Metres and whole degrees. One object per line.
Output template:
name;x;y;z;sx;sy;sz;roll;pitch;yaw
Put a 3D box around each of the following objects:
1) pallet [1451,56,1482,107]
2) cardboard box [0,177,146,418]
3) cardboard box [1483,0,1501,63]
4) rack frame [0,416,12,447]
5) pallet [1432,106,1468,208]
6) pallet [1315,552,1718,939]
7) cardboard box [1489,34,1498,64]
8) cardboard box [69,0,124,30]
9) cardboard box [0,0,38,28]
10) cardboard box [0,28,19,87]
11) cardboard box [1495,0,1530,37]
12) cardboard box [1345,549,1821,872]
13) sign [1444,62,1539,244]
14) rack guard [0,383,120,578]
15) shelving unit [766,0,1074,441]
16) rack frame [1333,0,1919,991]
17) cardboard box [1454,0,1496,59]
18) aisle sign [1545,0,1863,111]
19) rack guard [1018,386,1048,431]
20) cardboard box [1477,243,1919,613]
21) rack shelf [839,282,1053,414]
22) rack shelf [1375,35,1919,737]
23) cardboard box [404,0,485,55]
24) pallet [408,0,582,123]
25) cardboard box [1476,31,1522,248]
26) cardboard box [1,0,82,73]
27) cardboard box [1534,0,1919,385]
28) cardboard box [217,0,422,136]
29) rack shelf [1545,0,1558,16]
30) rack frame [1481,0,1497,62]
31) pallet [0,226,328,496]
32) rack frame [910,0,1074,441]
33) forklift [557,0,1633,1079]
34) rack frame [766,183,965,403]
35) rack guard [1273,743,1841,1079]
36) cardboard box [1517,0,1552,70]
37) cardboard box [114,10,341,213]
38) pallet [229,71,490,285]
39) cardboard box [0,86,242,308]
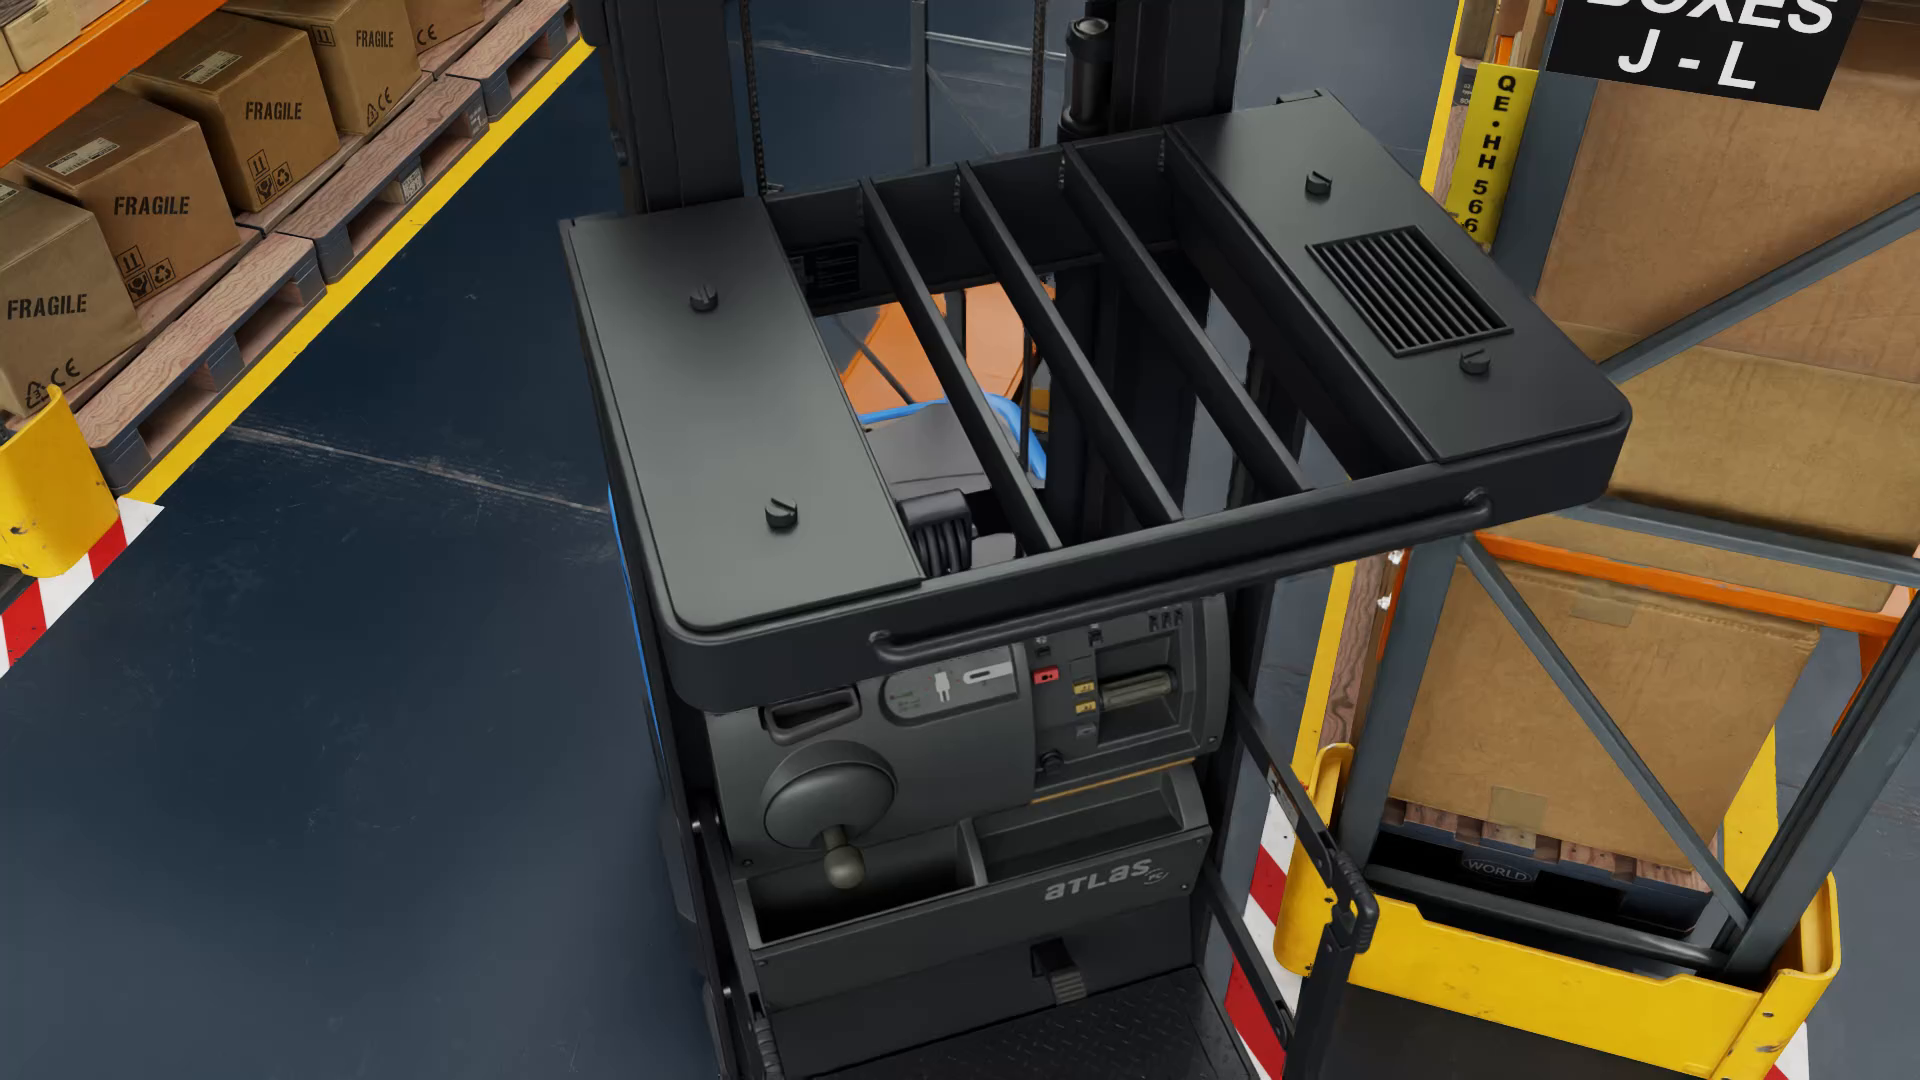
pallet;2.762;-2.212;7.360;1.003;0.211;1.213;13;46;13
cardboard box;-3.102;-0.800;5.410;0.500;0.500;0.500;21;48;20
cardboard box;2.343;-1.665;6.026;0.875;0.875;0.875;13;46;13
rack frame;-3.307;-1.130;4.261;1.000;3.000;0.127;13;46;13
pallet;2.296;-1.192;6.317;1.003;0.211;1.213;13;46;13
pallet;1.557;0.435;4.655;1.003;0.211;1.213;13;46;13
cardboard box;2.074;-1.063;5.411;0.875;0.875;0.875;13;46;13
cardboard box;-2.754;-1.677;4.999;0.380;0.149;0.250;13;46;13
cardboard box;-3.114;-1.633;4.490;0.875;0.500;0.500;13;46;13
cardboard box;-2.900;-1.343;4.657;0.380;0.149;0.250;13;46;13
cardboard box;2.080;-1.777;4.815;0.875;0.550;0.550;13;46;13
cardboard box;1.532;0.131;4.191;0.875;0.875;0.875;13;46;13
sign;0.876;-0.635;2.757;0.100;0.325;0.005;13;46;13
rack guard;-3.284;-0.288;5.187;1.175;0.500;0.348;13;46;13
shelving unit;-0.060;-0.594;4.785;0.587;1.500;1.083;14;46;13
rack frame;1.389;-0.013;3.118;1.000;3.000;0.127;13;46;13
cardboard box;2.703;-2.458;6.925;1.050;0.750;0.750;12;46;12
aisle sign;1.082;-0.958;2.226;0.394;0.787;0.004;13;46;13
rack guard;0.101;-0.477;5.559;0.587;0.250;0.087;14;46;13
cardboard box;1.458;-0.323;3.328;0.875;0.550;0.550;13;46;13
rack shelf;-0.063;-0.460;4.905;0.538;0.185;1.000;14;46;13
rack shelf;1.995;-1.089;4.732;1.077;0.370;4.000;13;46;13
cardboard box;-2.421;-2.412;7.057;0.500;0.500;0.500;27;50;25
pallet;-2.266;-2.345;7.495;1.003;0.211;1.213;13;46;13
cardboard box;1.604;-0.694;3.708;0.875;0.550;0.550;13;46;13
cardboard box;-2.810;-1.506;4.824;0.380;0.149;0.250;13;46;13
cardboard box;1.539;-0.691;2.932;0.875;0.550;0.550;13;46;13
cardboard box;-2.534;-1.981;6.617;0.500;0.500;0.500;9;45;9
rack shelf;1.995;-2.161;3.683;1.077;0.370;4.000;13;46;13
rack frame;2.601;-2.679;5.843;1.000;3.000;0.127;13;46;13
pallet;-3.004;-0.718;5.833;1.003;0.211;1.213;13;46;13
rack frame;0.102;-0.925;5.123;0.500;1.500;0.032;14;46;13
forklift;0.100;0.416;2.729;1.130;2.935;3.031;-13;46;-13
rack frame;-0.229;-0.252;4.435;0.500;1.500;0.032;14;46;13
rack guard;1.382;0.897;3.976;1.175;0.500;0.348;13;46;13
cardboard box;1.617;-1.077;3.327;0.875;0.550;0.550;13;46;13
cardboard box;-2.746;-1.619;6.247;0.500;0.500;0.500;17;47;16
pallet;-2.633;-1.529;6.662;1.003;0.211;1.213;13;46;13
cardboard box;-2.954;-1.206;5.824;0.500;0.500;0.500;24;49;23
